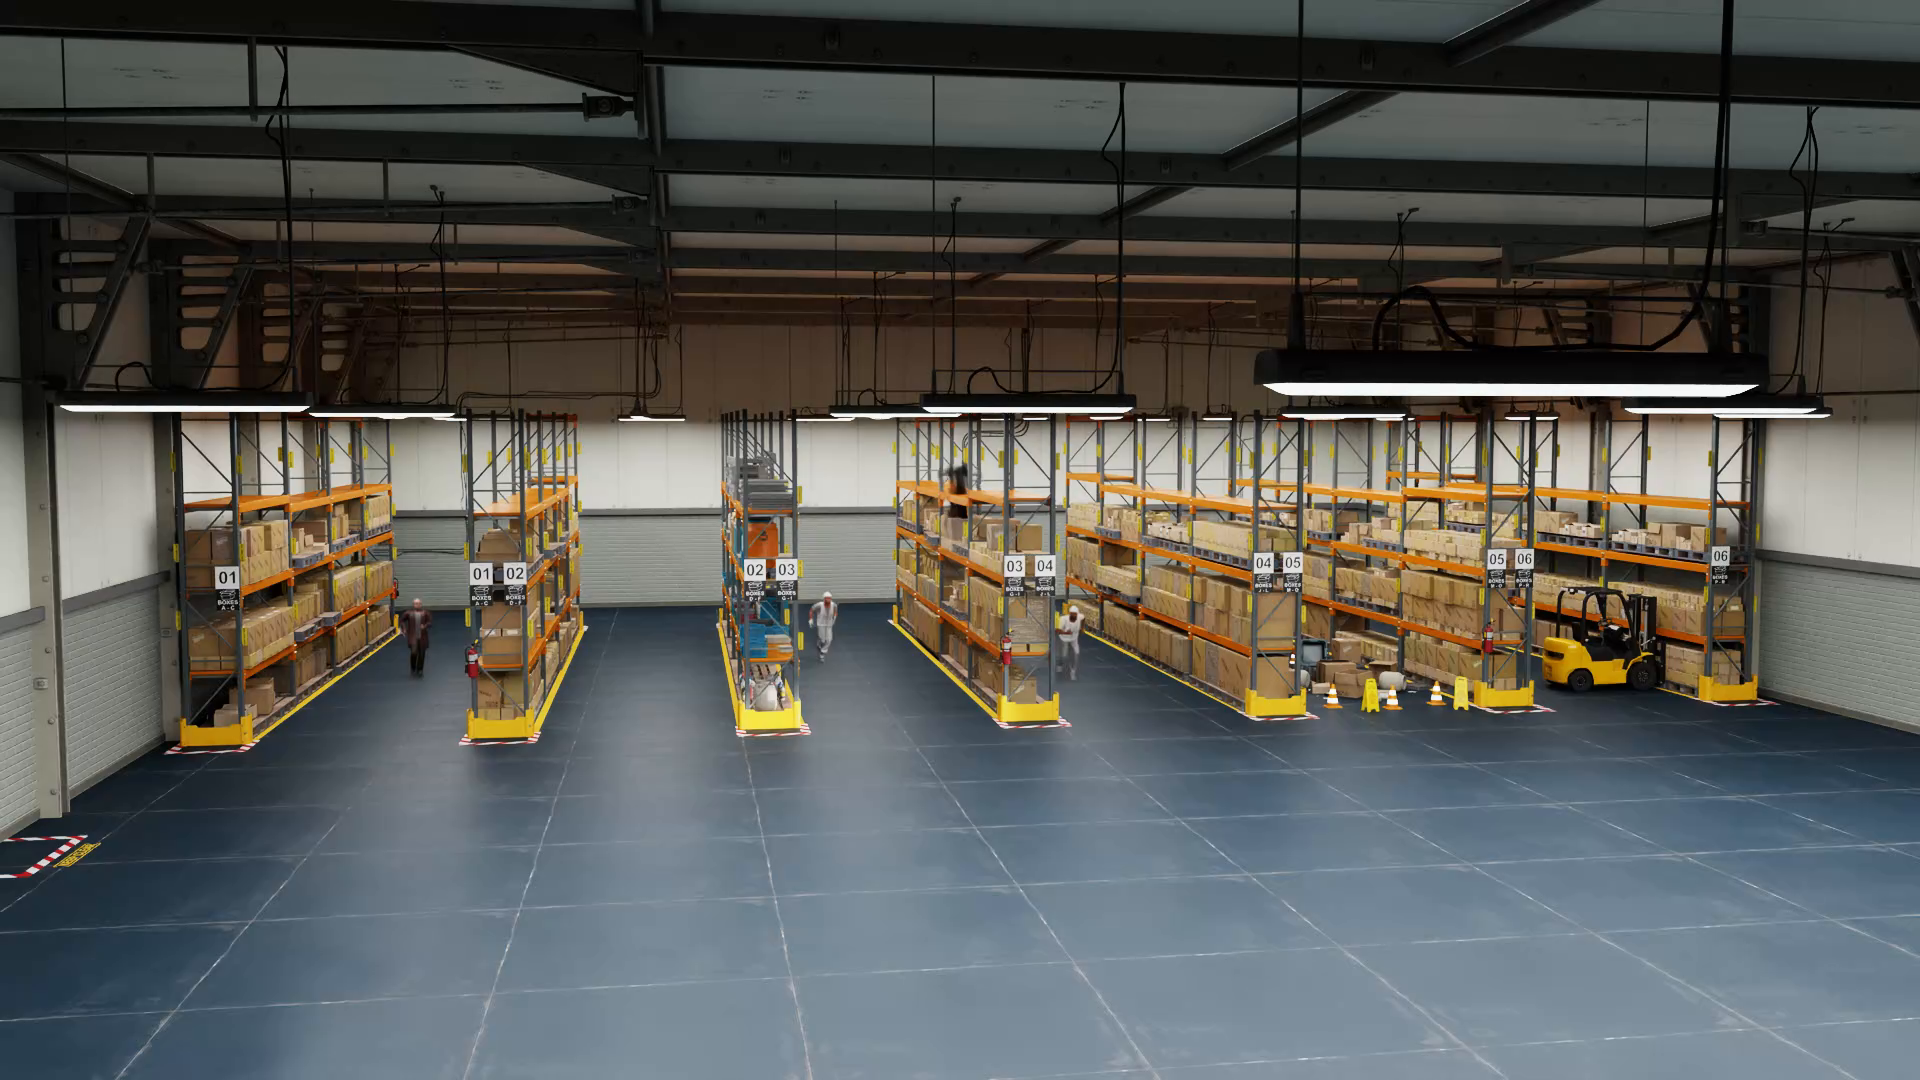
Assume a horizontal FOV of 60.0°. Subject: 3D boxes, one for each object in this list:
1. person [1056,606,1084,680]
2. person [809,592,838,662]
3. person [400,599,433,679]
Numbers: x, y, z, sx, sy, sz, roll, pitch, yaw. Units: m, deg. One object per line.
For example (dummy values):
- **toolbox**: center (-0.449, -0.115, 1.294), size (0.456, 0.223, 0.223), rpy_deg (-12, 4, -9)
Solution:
- **person**: center (2.457, 2.303, 37.542), size (0.751, 1.714, 1.014), rpy_deg (-1, 4, -20)
- **person**: center (-3.257, 2.095, 39.978), size (0.660, 1.707, 0.744), rpy_deg (-2, 4, -27)
- **person**: center (-12.243, 2.224, 37.509), size (0.694, 1.790, 0.759), rpy_deg (-2, 4, -24)
